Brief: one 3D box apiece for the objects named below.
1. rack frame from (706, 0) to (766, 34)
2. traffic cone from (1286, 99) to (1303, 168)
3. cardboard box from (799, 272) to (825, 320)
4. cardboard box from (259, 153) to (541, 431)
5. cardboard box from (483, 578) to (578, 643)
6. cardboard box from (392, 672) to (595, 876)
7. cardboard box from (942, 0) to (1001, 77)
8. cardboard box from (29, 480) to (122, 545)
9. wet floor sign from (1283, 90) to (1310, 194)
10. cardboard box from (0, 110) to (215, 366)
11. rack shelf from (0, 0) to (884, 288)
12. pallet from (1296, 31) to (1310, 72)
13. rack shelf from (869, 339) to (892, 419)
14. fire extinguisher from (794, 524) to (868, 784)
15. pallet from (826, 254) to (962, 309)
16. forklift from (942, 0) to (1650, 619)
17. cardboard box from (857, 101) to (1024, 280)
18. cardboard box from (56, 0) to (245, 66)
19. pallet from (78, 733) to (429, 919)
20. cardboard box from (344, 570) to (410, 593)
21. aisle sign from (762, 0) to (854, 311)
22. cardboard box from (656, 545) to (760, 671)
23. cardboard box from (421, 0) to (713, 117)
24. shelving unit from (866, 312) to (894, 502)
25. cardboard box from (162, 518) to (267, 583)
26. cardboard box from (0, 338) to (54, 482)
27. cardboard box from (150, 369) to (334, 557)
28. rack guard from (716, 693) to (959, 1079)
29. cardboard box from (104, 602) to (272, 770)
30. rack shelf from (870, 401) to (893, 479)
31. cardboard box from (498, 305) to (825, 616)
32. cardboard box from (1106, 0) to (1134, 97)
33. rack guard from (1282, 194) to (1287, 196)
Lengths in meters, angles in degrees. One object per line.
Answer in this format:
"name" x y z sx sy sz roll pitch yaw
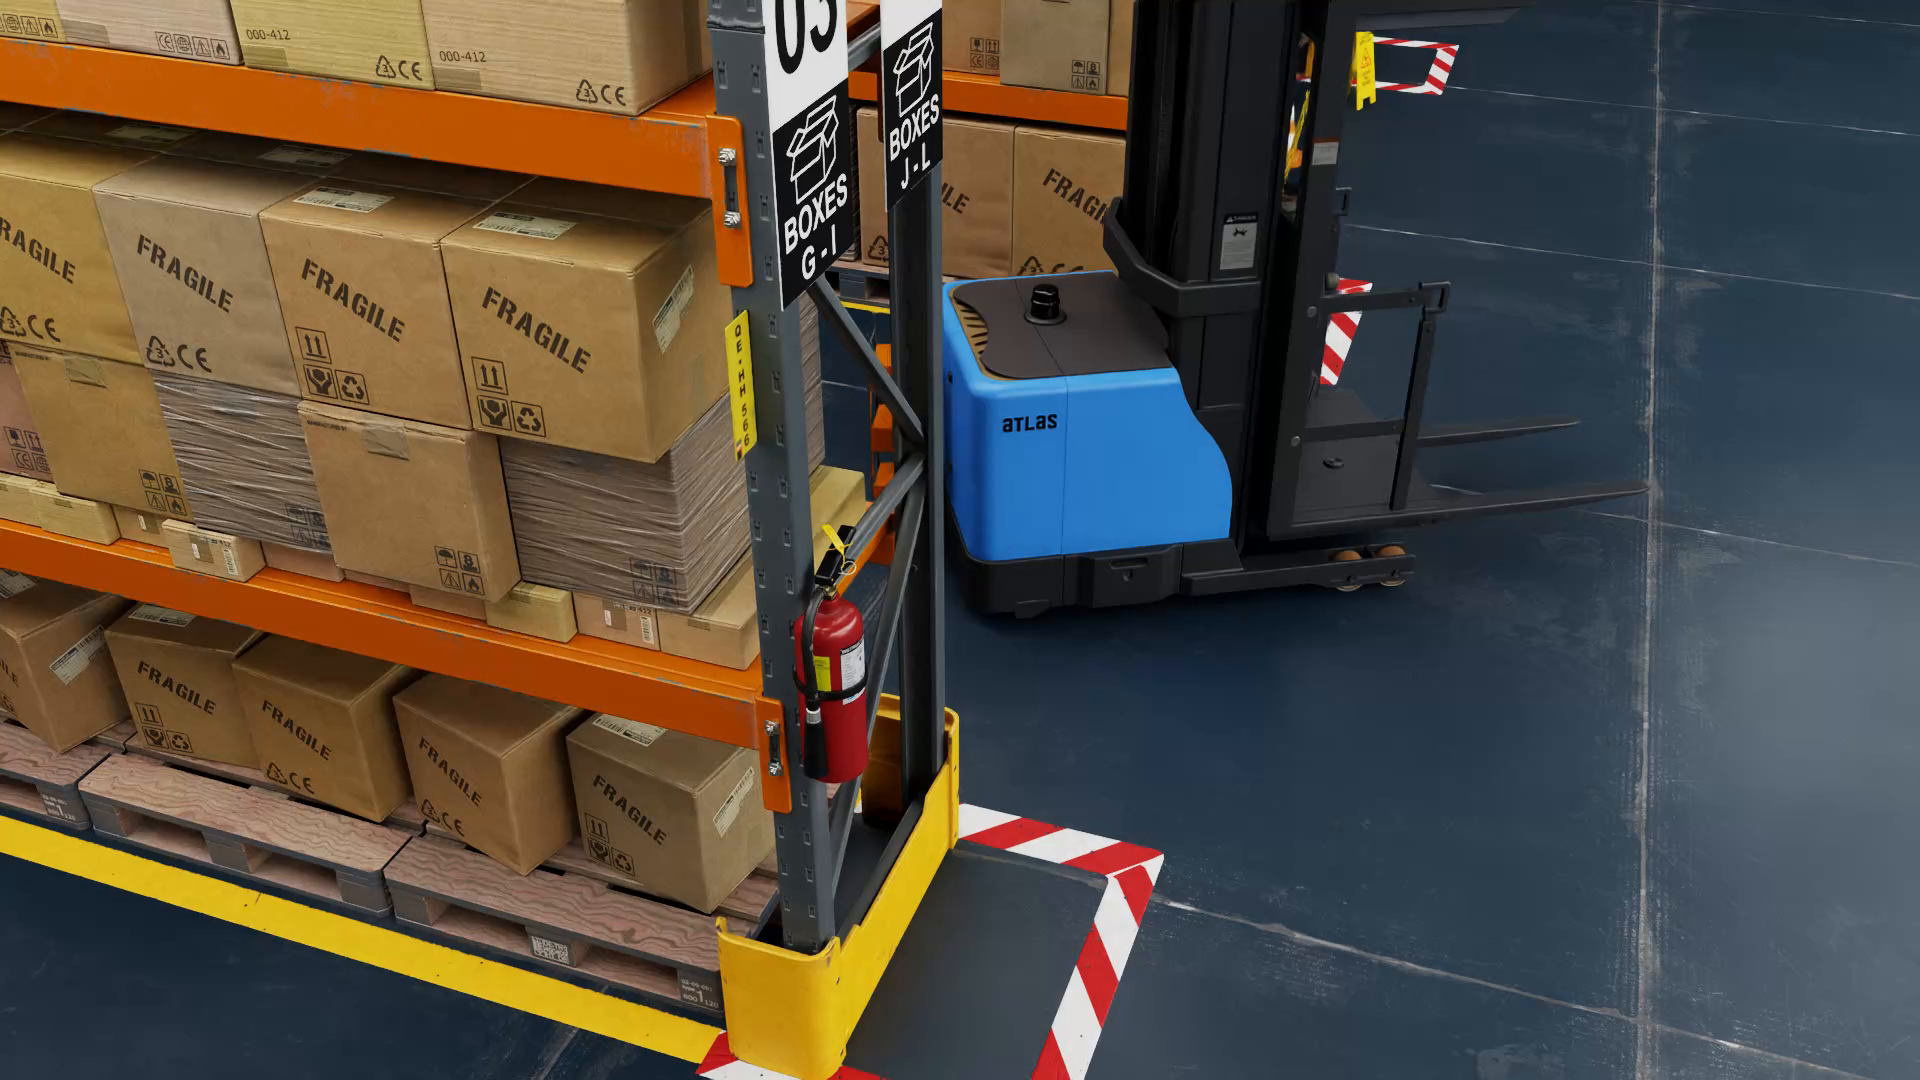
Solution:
"rack frame" -0.273 -2.516 2.851 0.127 3.000 1.000 11 34 16
"traffic cone" 2.176 -2.781 11.131 0.334 0.463 0.336 11 34 16
"cardboard box" -0.699 -0.823 4.471 0.500 0.500 0.500 11 34 16
"cardboard box" -1.346 -0.646 4.197 0.500 0.500 0.500 11 34 16
"cardboard box" -1.098 0.097 4.566 0.250 0.149 0.380 11 34 16
"cardboard box" -1.429 0.663 5.375 0.500 0.500 0.500 21 38 29
"cardboard box" 0.121 -2.874 8.798 0.550 0.550 0.875 11 34 16
"cardboard box" -2.521 -0.162 4.967 0.250 0.149 0.380 11 34 16
"wet floor sign" 2.191 -2.527 10.569 0.232 0.644 0.267 5 33 8
"cardboard box" -2.284 -0.835 4.489 0.500 0.500 0.500 11 34 16
"rack shelf" -2.155 -1.320 4.427 4.000 0.370 1.077 11 34 16
"pallet" 2.246 -4.065 13.352 1.213 0.211 1.003 11 34 16
"rack shelf" -0.236 -0.652 6.788 0.240 0.259 0.215 3 33 5
"fire extinguisher" -0.320 0.293 4.103 0.183 0.674 0.296 11 34 16
"pallet" -0.428 -1.669 9.641 1.213 0.211 1.003 11 34 16
"forklift" 1.434 -1.295 6.554 3.031 2.935 1.130 -6 33 -9
"cardboard box" 0.006 -2.044 9.223 0.875 0.875 0.875 10 34 16
"cardboard box" -1.763 -1.340 3.932 0.500 0.250 0.500 12 35 18
"pallet" -2.242 0.771 5.862 1.213 0.211 1.003 11 34 16
"cardboard box" -1.550 -0.023 4.752 0.250 0.149 0.380 11 34 16
"aisle sign" -0.316 -0.924 3.519 0.004 0.787 0.394 11 34 16
"cardboard box" -0.611 0.163 4.464 0.250 0.149 0.380 11 34 16
"cardboard box" -0.812 -1.152 3.641 0.500 0.250 0.500 12 35 18
"shelving unit" -0.236 -0.422 6.936 0.252 1.050 0.215 3 33 5
"cardboard box" -2.058 -0.058 4.806 0.250 0.149 0.380 11 34 16
"cardboard box" -2.672 -0.632 5.096 0.500 0.500 0.875 11 34 16
"cardboard box" -1.748 -0.421 4.771 0.500 0.500 0.875 11 34 16
"rack guard" -0.344 1.040 5.178 0.348 0.500 1.175 11 34 16
"cardboard box" -2.522 0.414 5.761 0.500 0.500 0.500 8 34 12
"rack shelf" -0.236 -0.413 6.942 0.240 0.259 0.215 3 33 5
"cardboard box" -0.781 -0.278 4.548 0.500 0.500 0.875 11 34 16
"cardboard box" 1.131 -2.618 8.401 0.550 0.550 0.875 11 34 16
"rack guard" 1.518 -1.456 9.044 0.348 0.500 1.175 11 34 16
